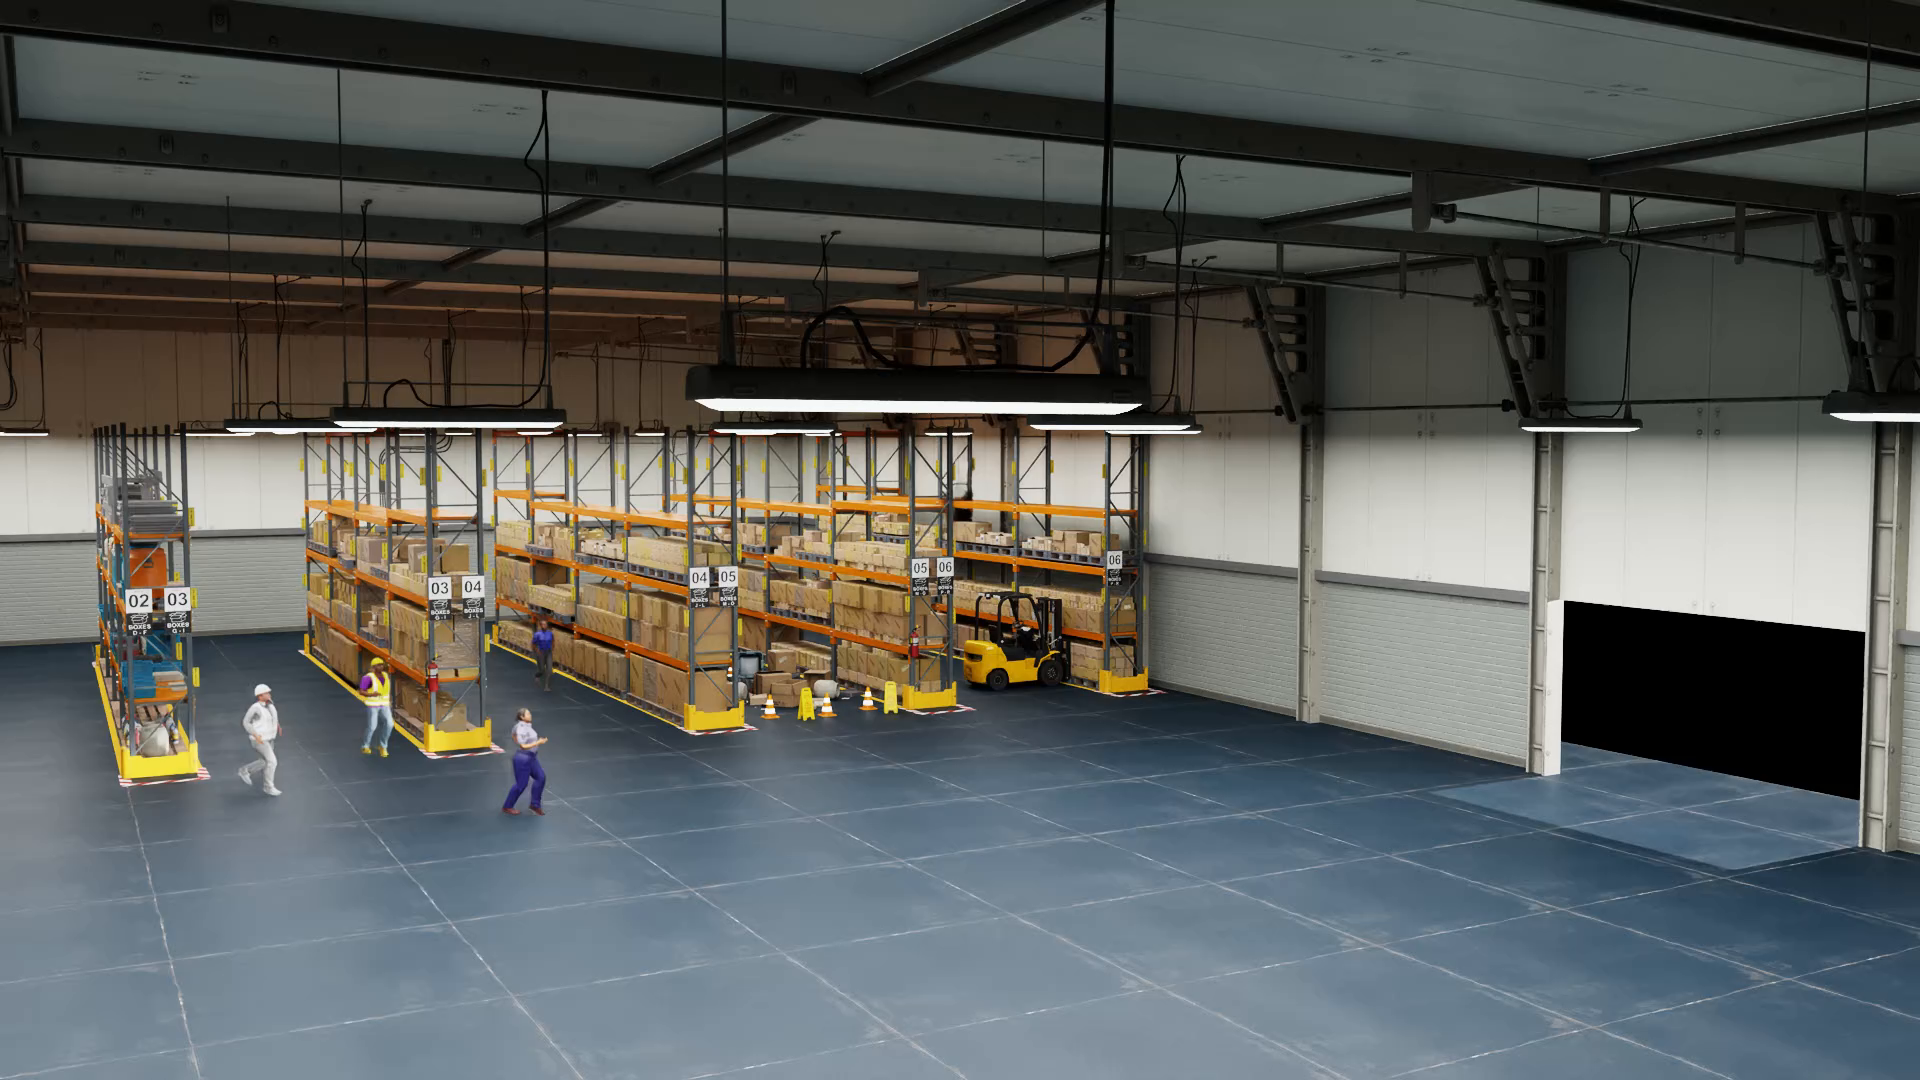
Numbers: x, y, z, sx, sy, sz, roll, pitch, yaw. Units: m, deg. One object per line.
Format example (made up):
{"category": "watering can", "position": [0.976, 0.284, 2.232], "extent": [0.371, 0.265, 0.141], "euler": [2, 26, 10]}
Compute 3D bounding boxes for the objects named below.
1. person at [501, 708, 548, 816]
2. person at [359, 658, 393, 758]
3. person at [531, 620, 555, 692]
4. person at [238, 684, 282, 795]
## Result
{"category": "person", "position": [-6.581, 3.383, 25.172], "extent": [0.708, 1.698, 0.585], "euler": [0, 3, -1]}
{"category": "person", "position": [-10.513, 3.031, 30.036], "extent": [0.673, 1.818, 0.697], "euler": [3, 5, 42]}
{"category": "person", "position": [-9.453, 2.624, 37.835], "extent": [0.577, 1.617, 0.737], "euler": [-2, 4, -33]}
{"category": "person", "position": [-11.344, 3.220, 26.899], "extent": [0.793, 1.792, 0.665], "euler": [1, 4, 10]}
